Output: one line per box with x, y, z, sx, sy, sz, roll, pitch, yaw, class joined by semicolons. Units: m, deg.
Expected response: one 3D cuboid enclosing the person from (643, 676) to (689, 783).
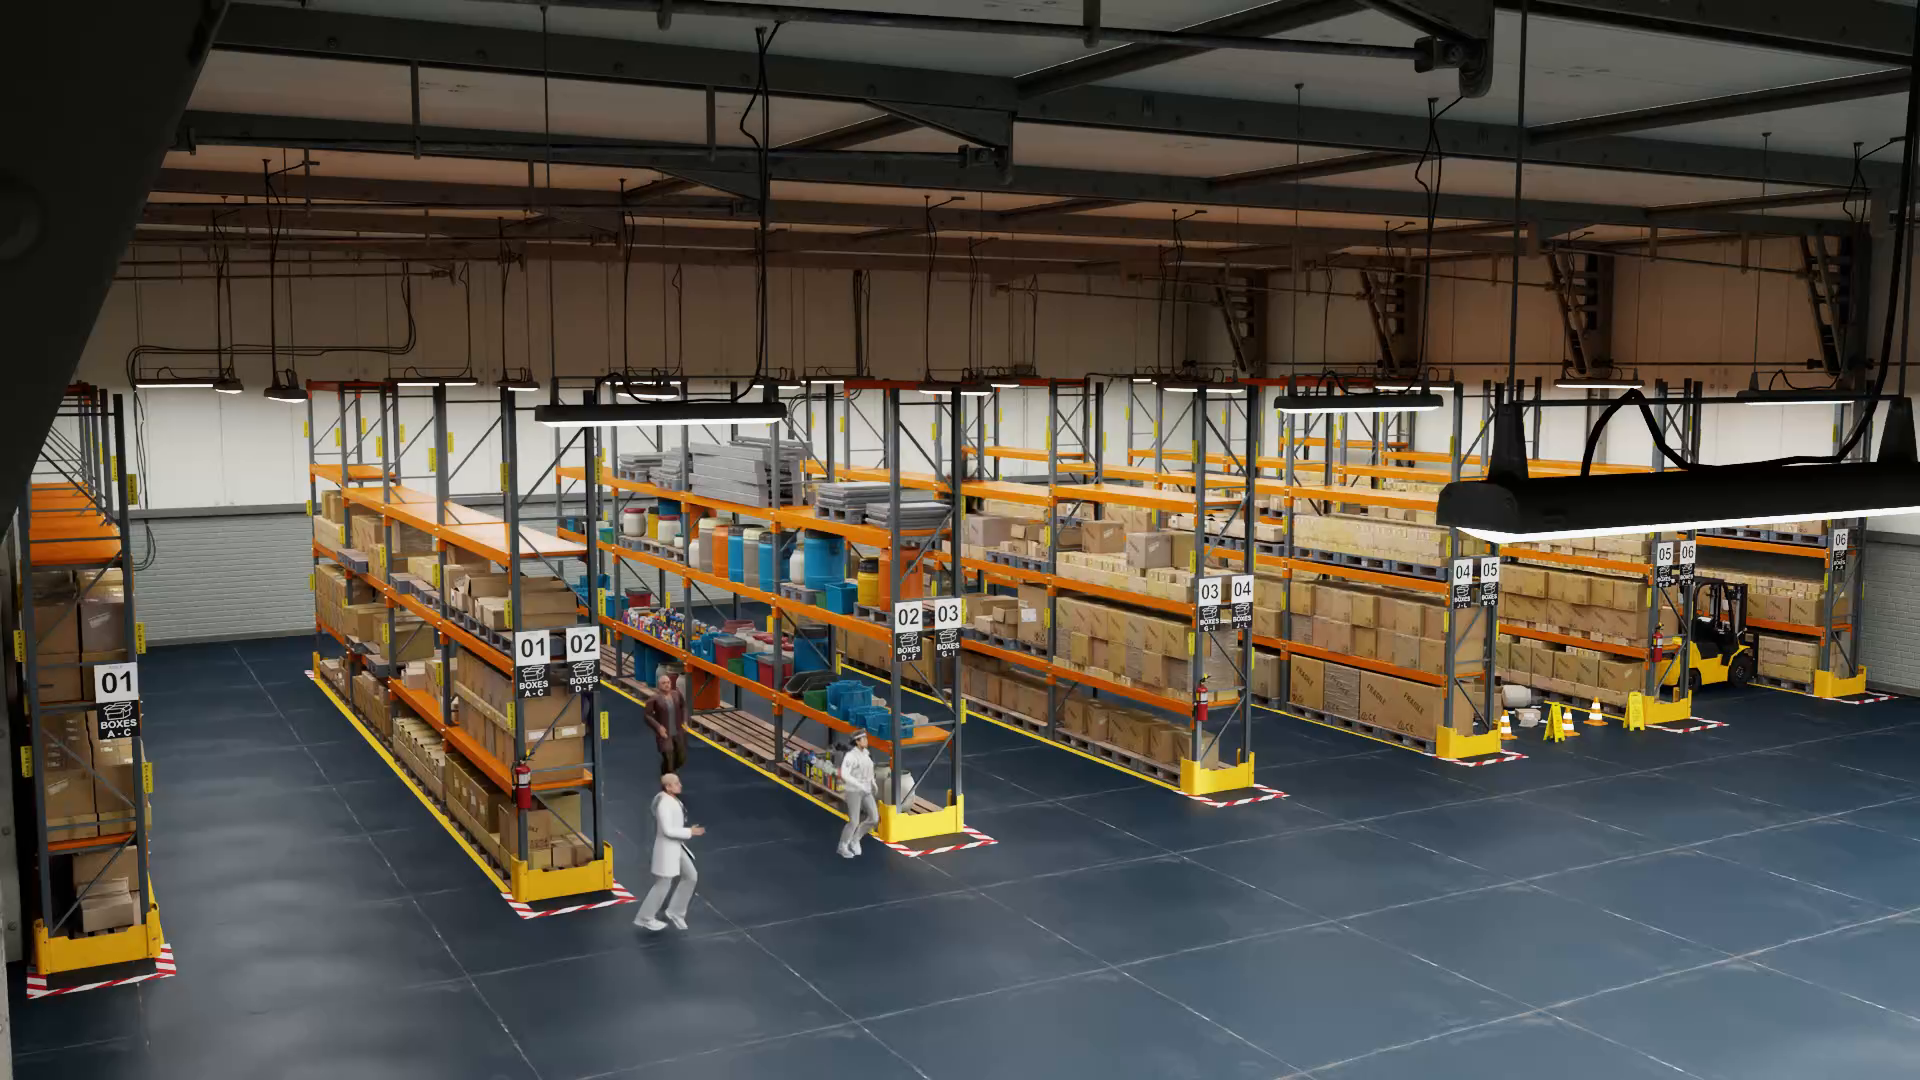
-4.302;2.864;24.555;0.717;1.741;0.557;-4;7;-34;person

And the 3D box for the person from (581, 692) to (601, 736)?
-6.384;2.522;28.286;0.586;1.676;0.661;-5;8;-39;person

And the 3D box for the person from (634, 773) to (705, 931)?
-3.228;3.515;18.540;0.817;1.844;0.732;0;6;2;person

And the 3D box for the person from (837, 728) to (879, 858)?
-1.263;3.238;21.374;0.538;1.651;0.688;4;8;36;person
